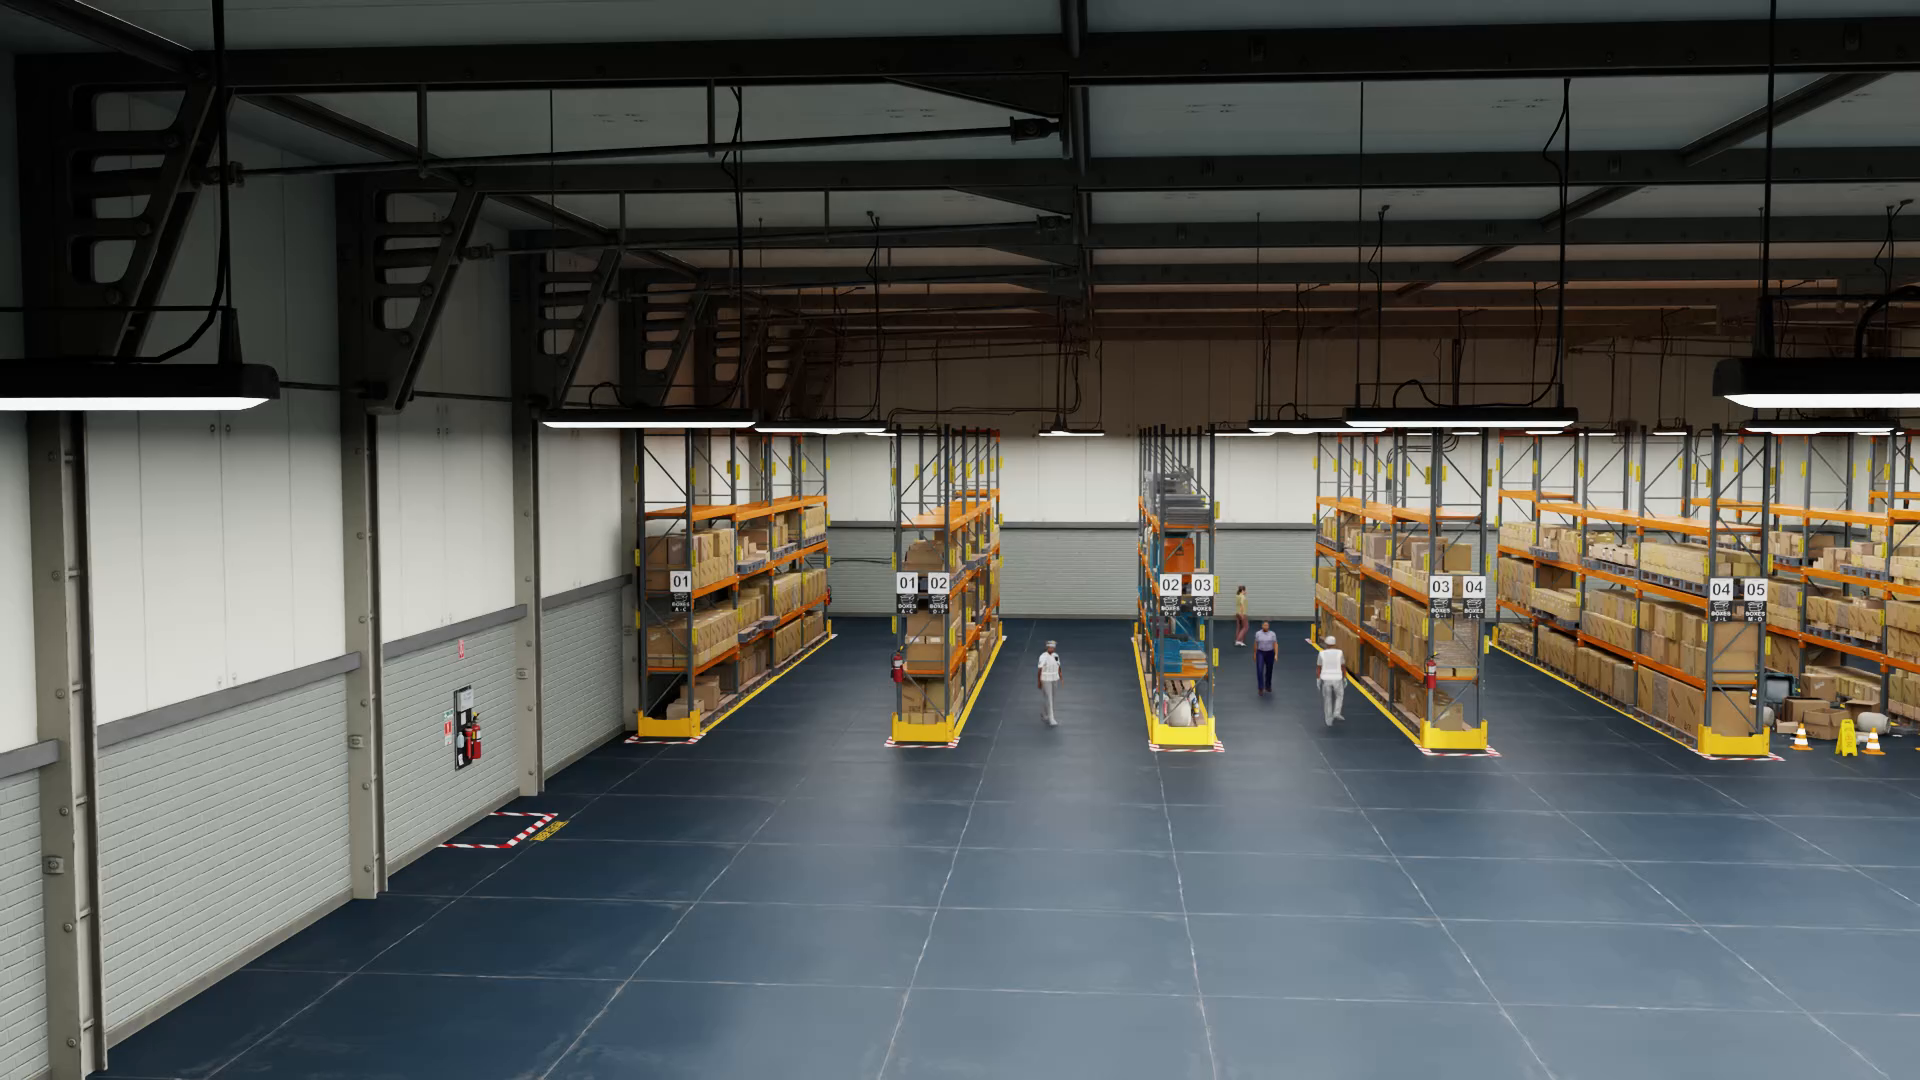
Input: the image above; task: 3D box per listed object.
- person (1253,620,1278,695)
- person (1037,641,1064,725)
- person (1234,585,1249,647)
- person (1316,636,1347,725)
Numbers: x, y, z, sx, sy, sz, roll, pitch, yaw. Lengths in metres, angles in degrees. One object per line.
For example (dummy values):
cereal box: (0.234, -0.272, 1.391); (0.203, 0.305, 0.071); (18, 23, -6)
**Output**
person: (6.883, 2.633, 37.416); (0.534, 1.669, 0.652); (0, 3, 6)
person: (1.826, 2.846, 33.493); (0.494, 1.642, 0.851); (-3, 4, -36)
person: (7.764, 2.100, 45.995); (0.386, 1.700, 0.476); (-1, 4, -19)
person: (7.424, 2.806, 33.232); (0.597, 1.775, 0.490); (1, 4, 15)
